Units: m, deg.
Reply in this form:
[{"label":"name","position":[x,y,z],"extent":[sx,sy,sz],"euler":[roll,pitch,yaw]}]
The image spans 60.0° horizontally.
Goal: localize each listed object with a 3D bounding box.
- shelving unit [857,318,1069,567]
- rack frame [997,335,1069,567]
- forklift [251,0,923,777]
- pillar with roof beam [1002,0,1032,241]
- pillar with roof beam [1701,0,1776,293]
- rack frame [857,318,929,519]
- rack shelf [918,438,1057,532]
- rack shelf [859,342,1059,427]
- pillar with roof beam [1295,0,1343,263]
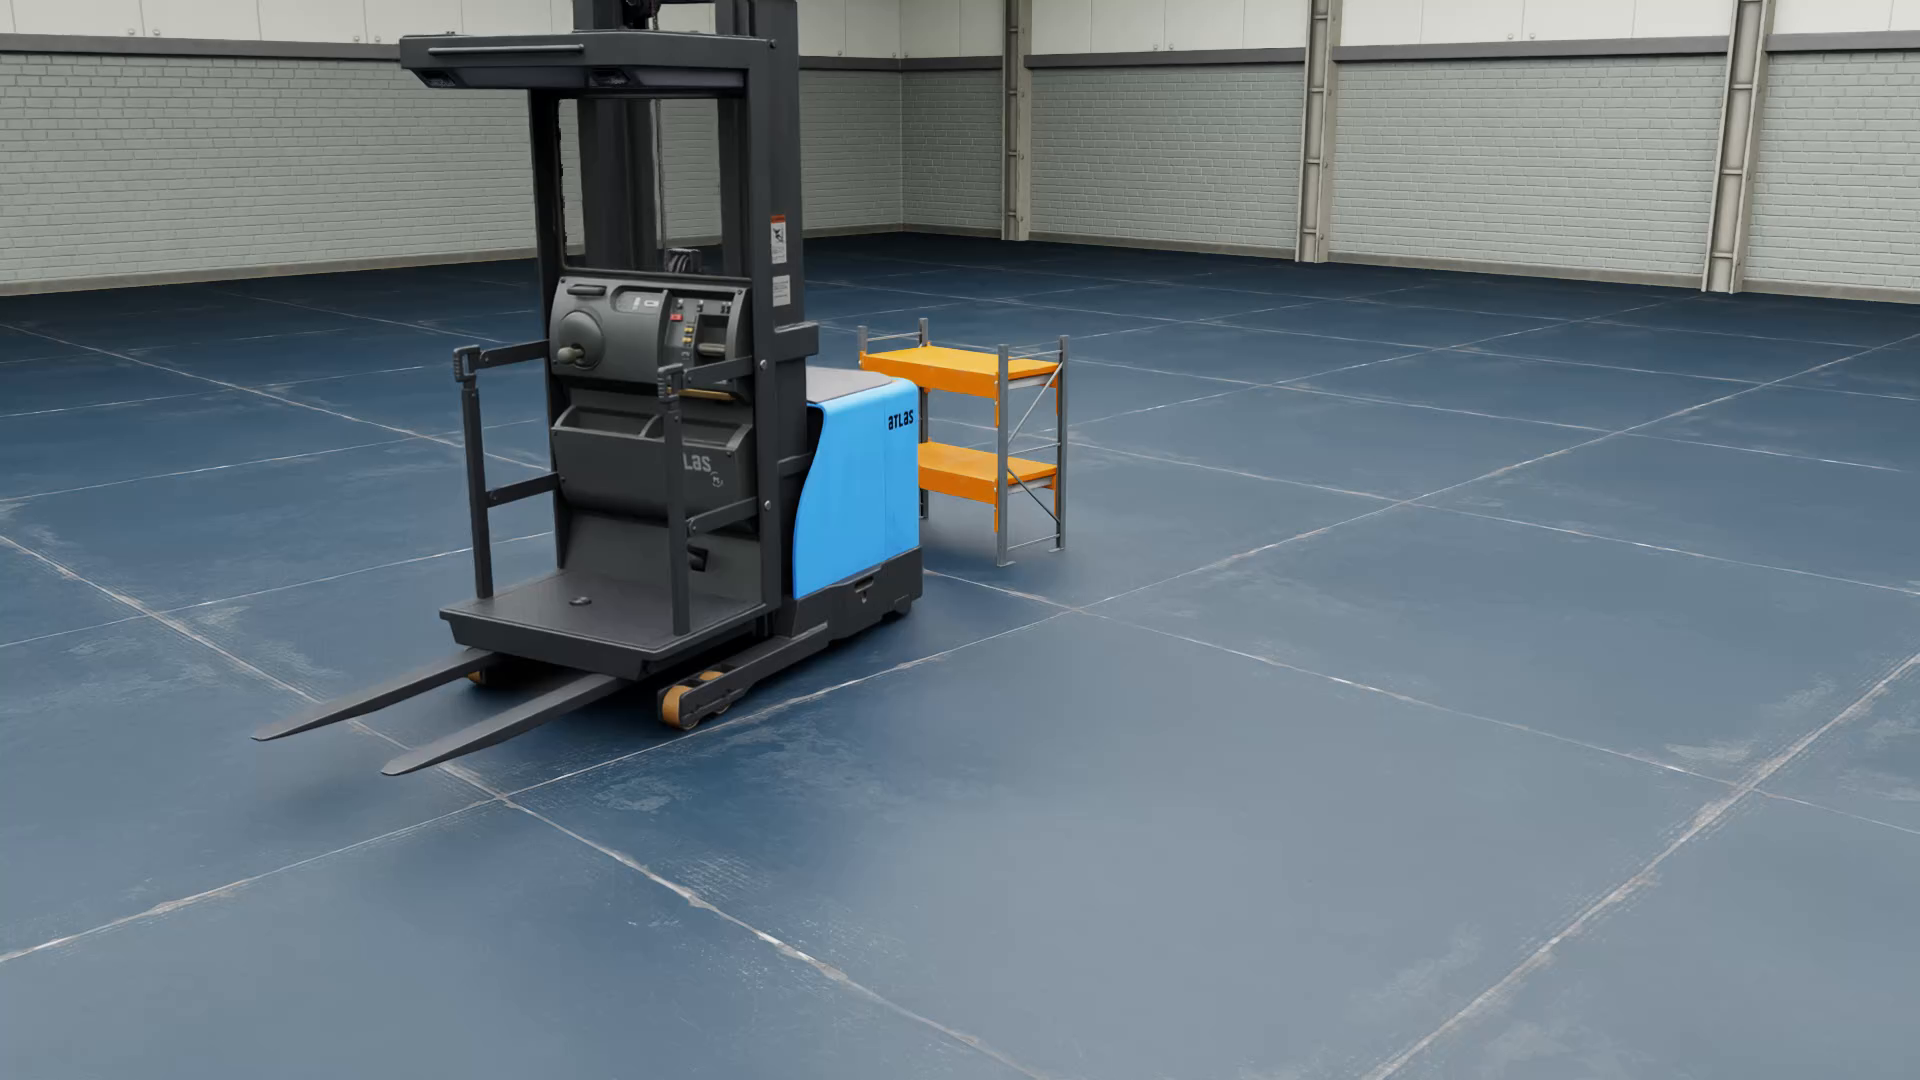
[{"label":"shelving unit","position":[0.005,-0.543,8.786],"extent":[1.048,1.125,0.538],"euler":[14,20,42]},{"label":"rack frame","position":[0.371,-0.454,8.444],"extent":[0.032,1.125,0.500],"euler":[14,20,42]},{"label":"forklift","position":[-1.332,-0.839,6.340],"extent":[1.130,2.935,3.031],"euler":[8,17,28]},{"label":"pillar with roof beam","position":[-2.018,-8.813,24.909],"extent":[0.400,9.000,9.100],"euler":[14,20,42]},{"label":"pillar with roof beam","position":[6.621,-6.713,16.849],"extent":[0.400,9.000,9.100],"euler":[14,20,42]},{"label":"rack frame","position":[-0.361,-0.632,9.127],"extent":[0.032,1.125,0.500],"euler":[14,20,42]},{"label":"rack shelf","position":[0.005,-0.307,8.847],"extent":[1.000,0.278,0.538],"euler":[14,20,42]},{"label":"rack shelf","position":[0.005,-0.826,8.712],"extent":[1.000,0.278,0.538],"euler":[14,20,42]},{"label":"pillar with roof beam","position":[2.302,-7.763,20.879],"extent":[0.400,9.000,9.100],"euler":[14,20,42]}]
